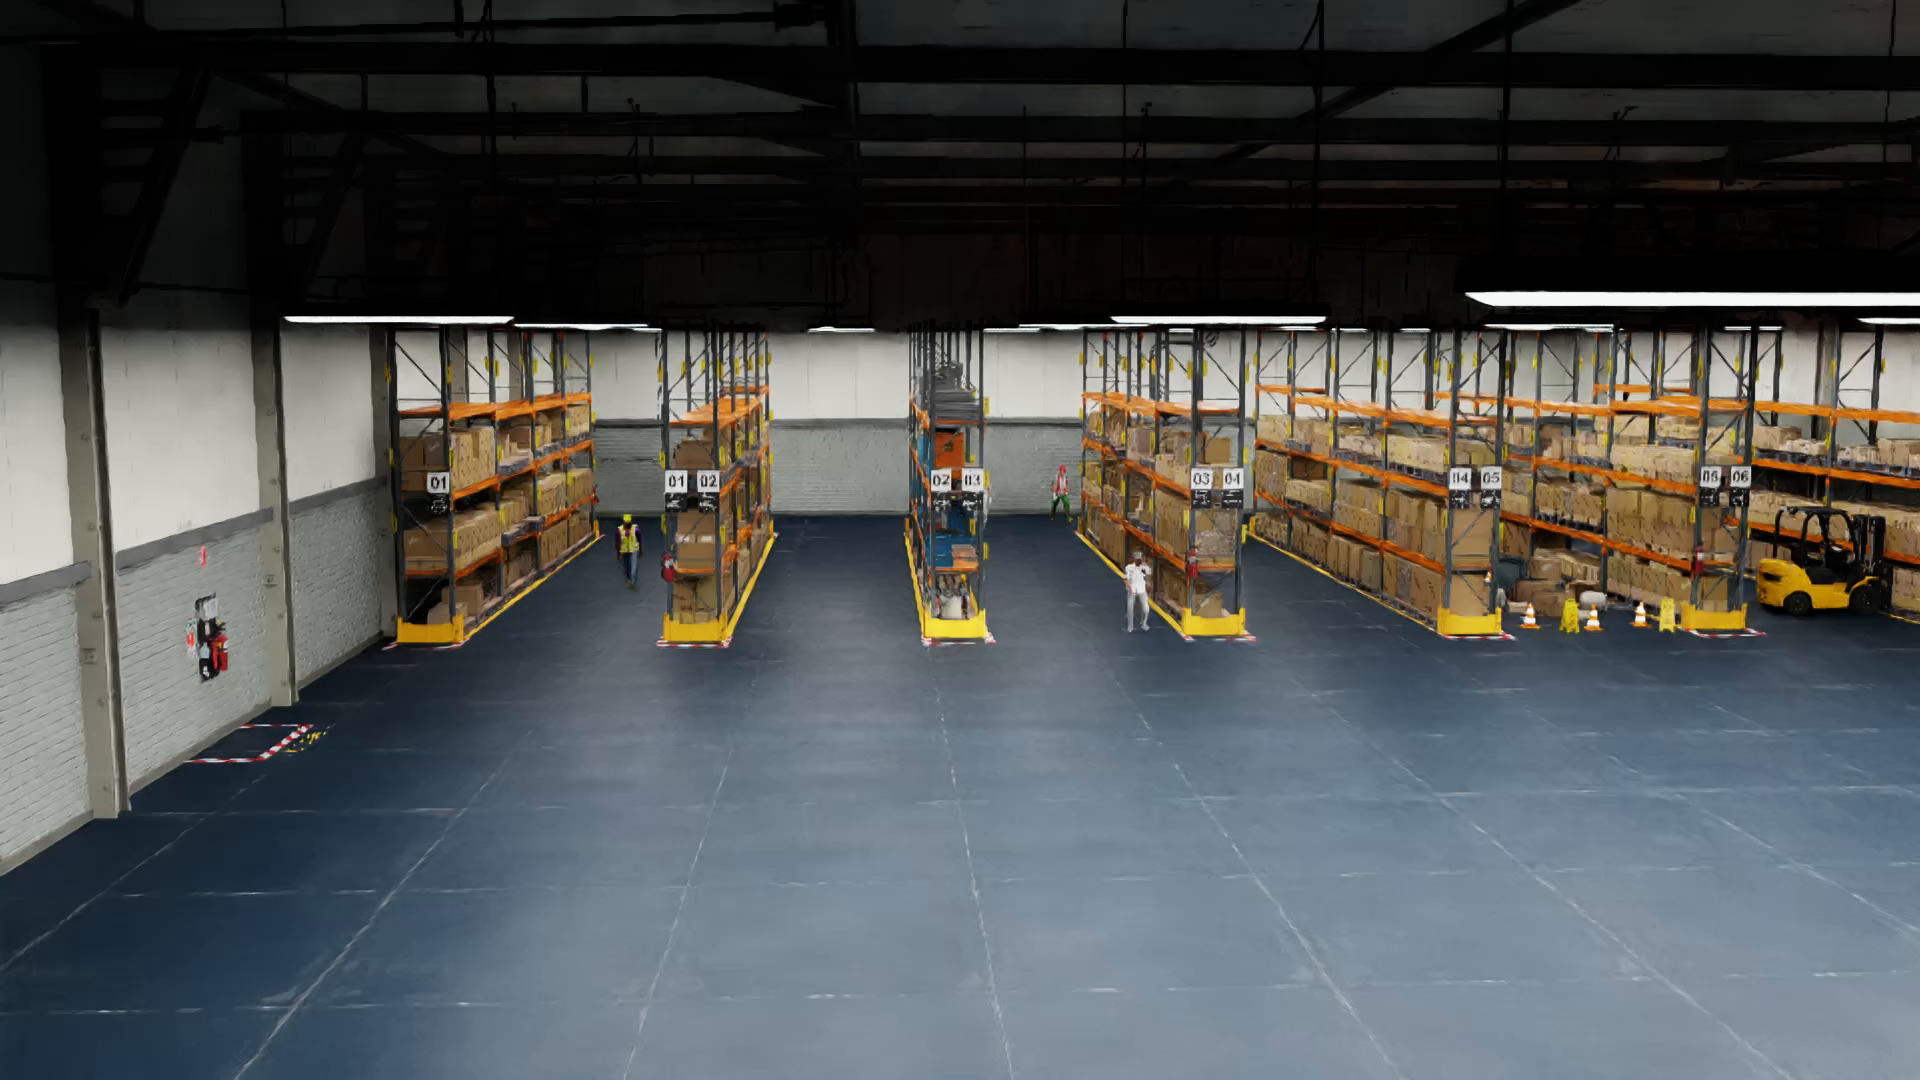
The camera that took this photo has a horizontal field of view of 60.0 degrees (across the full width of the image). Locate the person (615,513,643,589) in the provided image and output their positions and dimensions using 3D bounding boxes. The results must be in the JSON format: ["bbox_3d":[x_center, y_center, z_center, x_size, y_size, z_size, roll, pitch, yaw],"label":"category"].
[{"bbox_3d":[-7.492,0.236,37.543,0.579,1.688,1.108,0,7,-1],"label":"person"}]

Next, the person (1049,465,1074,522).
[{"bbox_3d":[3.094,-1.422,50.914,0.593,1.747,0.969,-3,8,-26],"label":"person"}]

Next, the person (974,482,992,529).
[{"bbox_3d":[0.601,-1.159,48.808,0.677,1.742,0.552,-1,7,-5],"label":"person"}]

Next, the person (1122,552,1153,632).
[{"bbox_3d":[3.417,0.995,31.973,0.594,1.602,0.698,1,7,6],"label":"person"}]
